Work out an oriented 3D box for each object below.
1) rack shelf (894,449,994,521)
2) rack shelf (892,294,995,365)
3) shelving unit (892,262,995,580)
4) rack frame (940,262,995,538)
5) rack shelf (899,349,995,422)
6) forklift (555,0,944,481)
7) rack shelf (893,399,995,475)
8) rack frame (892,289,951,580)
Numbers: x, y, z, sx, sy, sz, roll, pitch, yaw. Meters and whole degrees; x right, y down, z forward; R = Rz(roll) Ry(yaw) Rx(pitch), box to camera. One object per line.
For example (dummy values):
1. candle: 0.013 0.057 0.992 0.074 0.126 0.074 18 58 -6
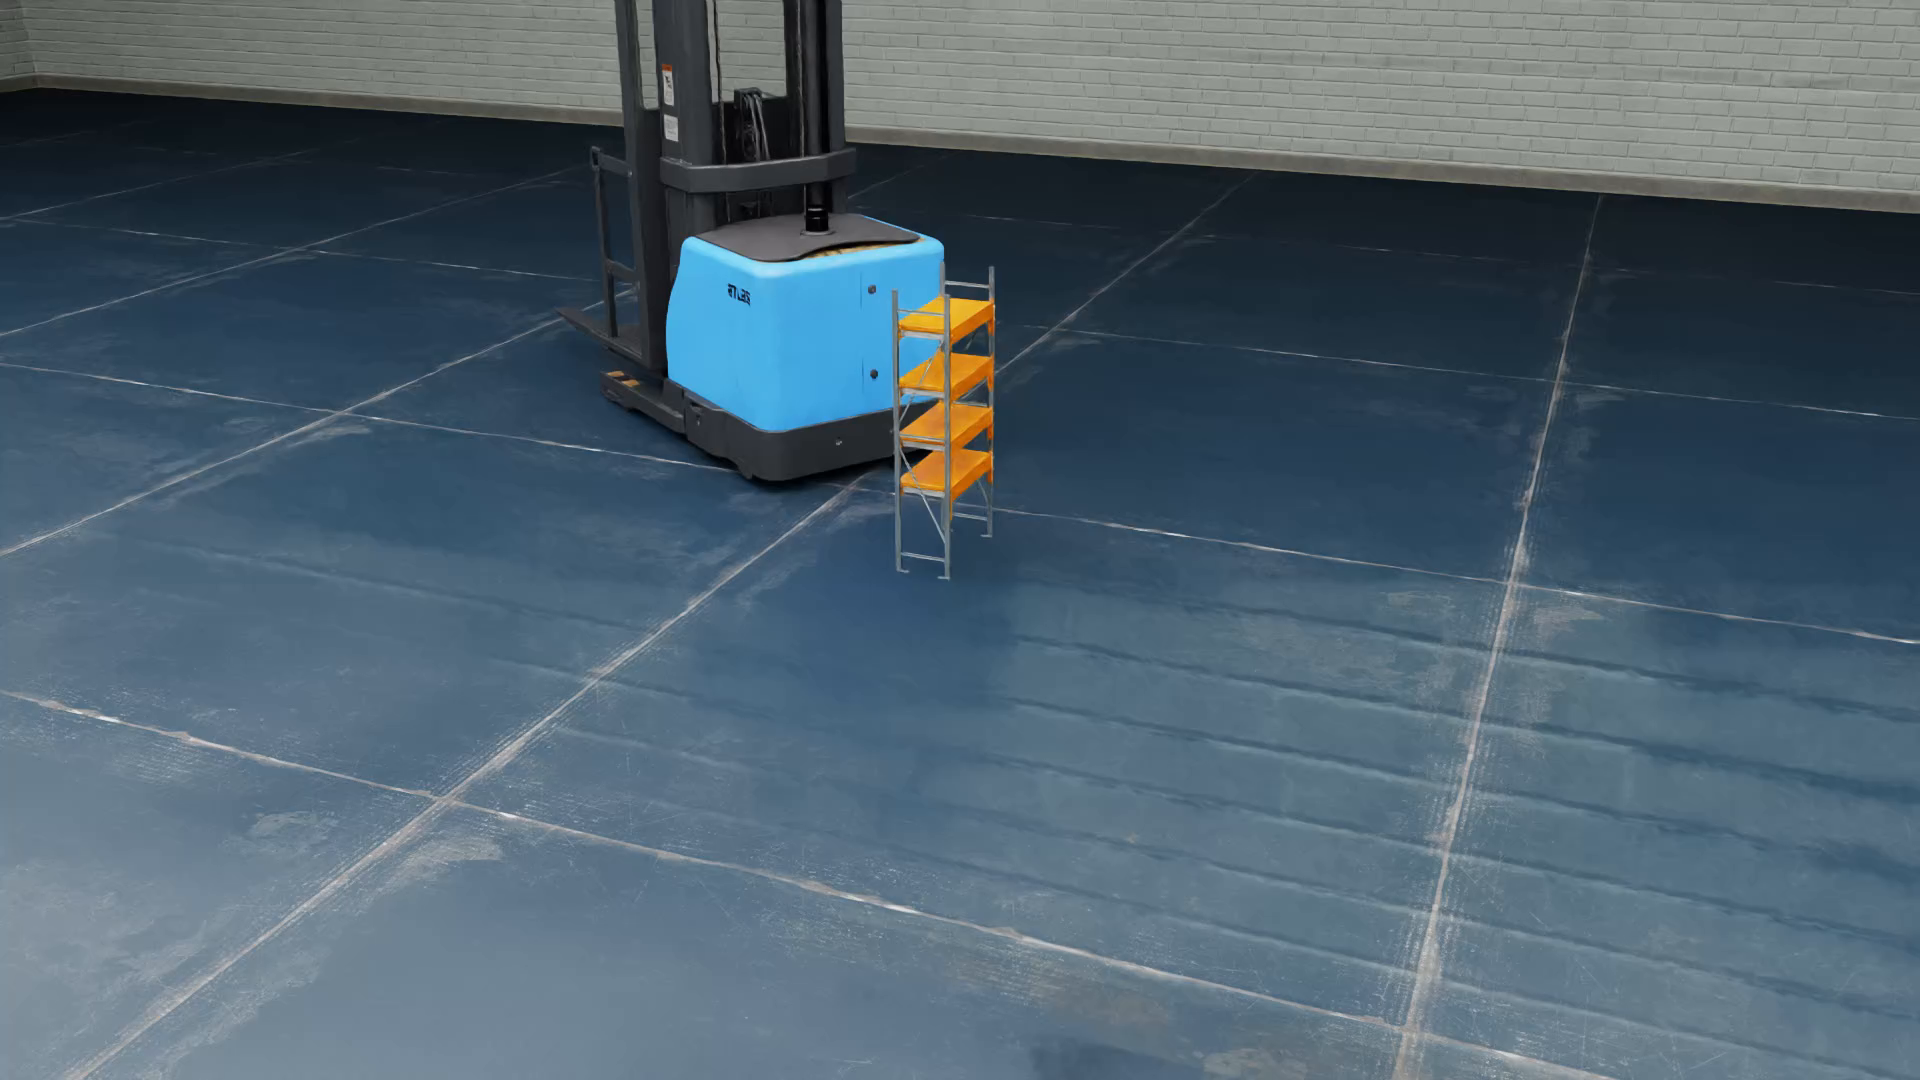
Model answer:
1. rack shelf: -0.061 -0.249 6.979 0.258 0.148 0.480 9 24 20
2. rack shelf: -0.062 -0.857 6.725 0.258 0.148 0.480 9 24 20
3. shelving unit: -0.061 -0.494 6.877 0.258 1.200 0.503 9 24 20
4. rack frame: 0.029 -0.582 7.086 0.240 1.200 0.015 9 24 20
5. rack shelf: -0.061 -0.639 6.817 0.258 0.148 0.480 9 24 20
6. forklift: -1.309 -2.138 8.566 1.130 2.935 3.031 -15 27 -32
7. rack shelf: -0.061 -0.432 6.903 0.258 0.148 0.480 9 24 20
8. rack frame: -0.152 -0.407 6.668 0.240 1.200 0.015 9 24 20
